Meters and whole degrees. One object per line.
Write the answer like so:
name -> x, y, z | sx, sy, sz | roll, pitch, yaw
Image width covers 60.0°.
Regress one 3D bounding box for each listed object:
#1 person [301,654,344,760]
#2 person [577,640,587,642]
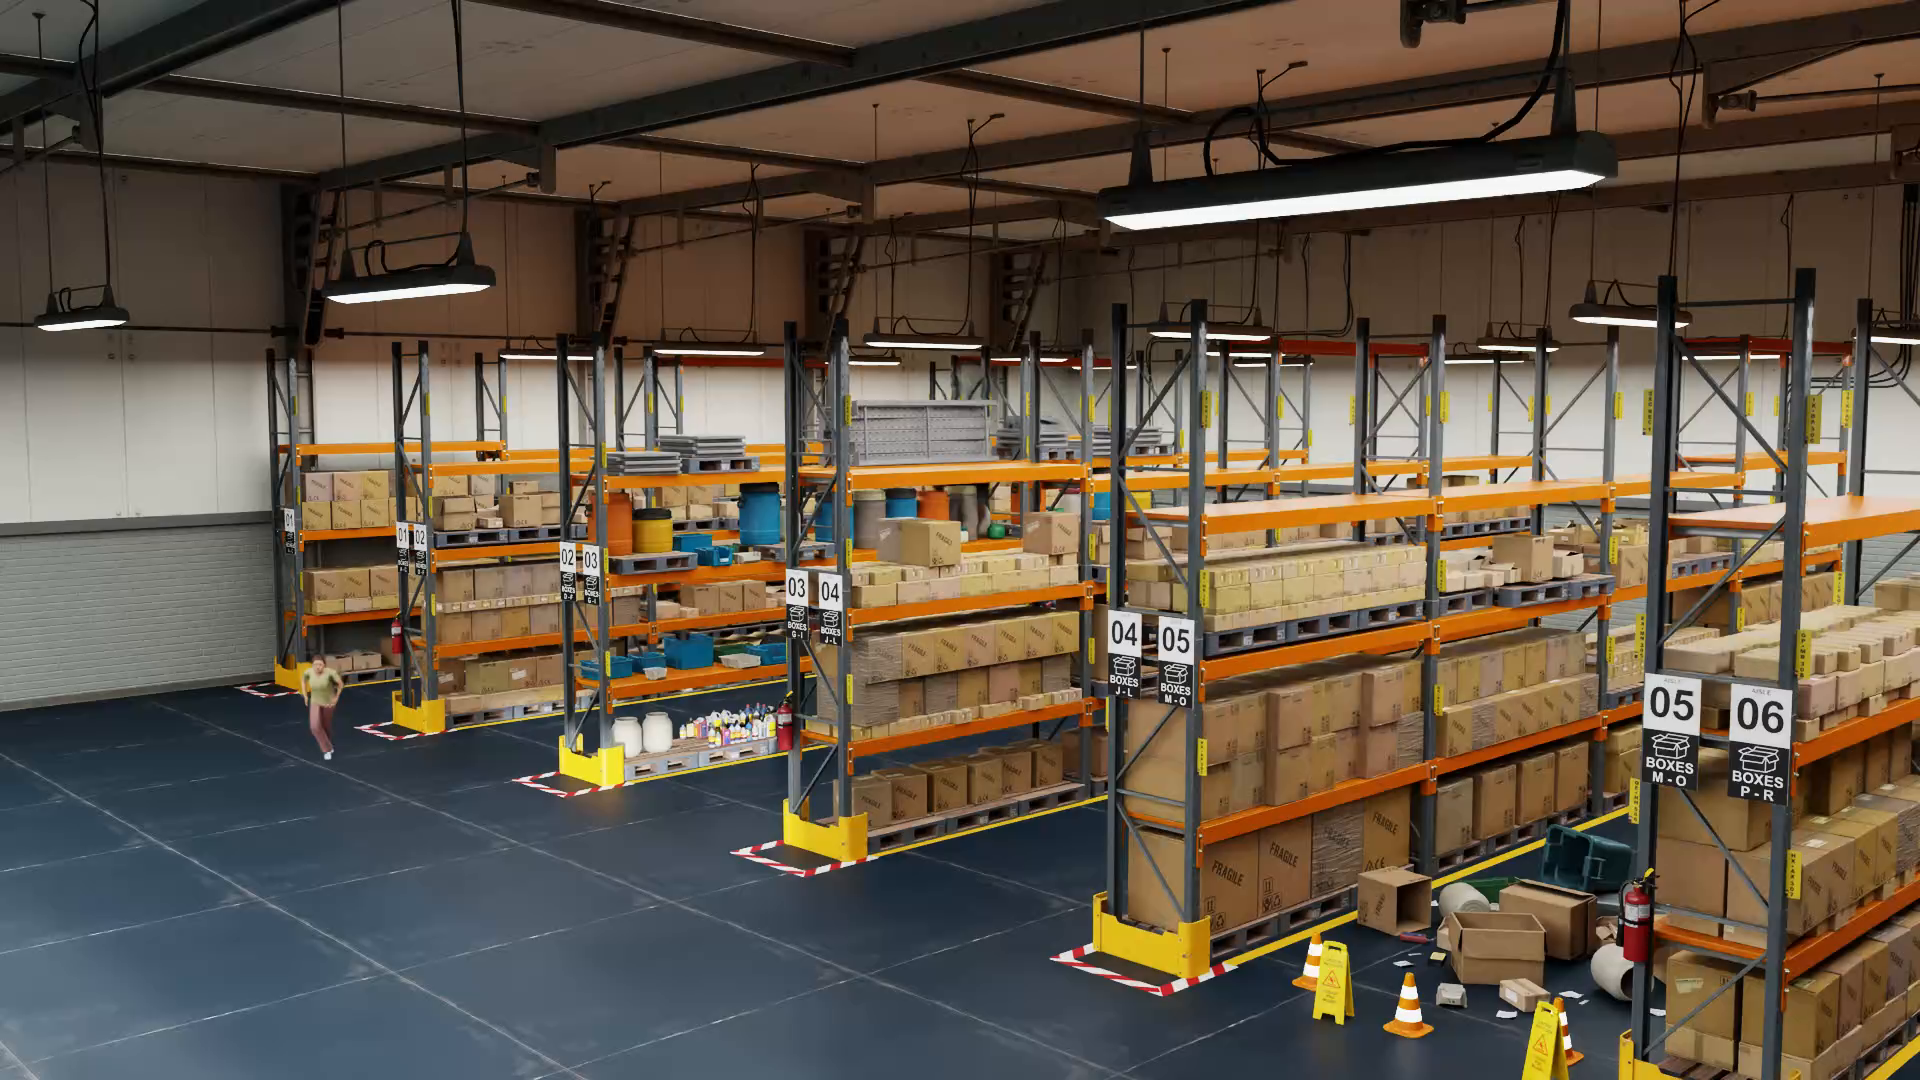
person -> -9.149, 2.357, 23.938 | 0.582, 1.554, 0.958 | -1, 5, -11
person -> -6.793, 1.712, 29.785 | 0.770, 1.864, 0.680 | -5, 7, -44
